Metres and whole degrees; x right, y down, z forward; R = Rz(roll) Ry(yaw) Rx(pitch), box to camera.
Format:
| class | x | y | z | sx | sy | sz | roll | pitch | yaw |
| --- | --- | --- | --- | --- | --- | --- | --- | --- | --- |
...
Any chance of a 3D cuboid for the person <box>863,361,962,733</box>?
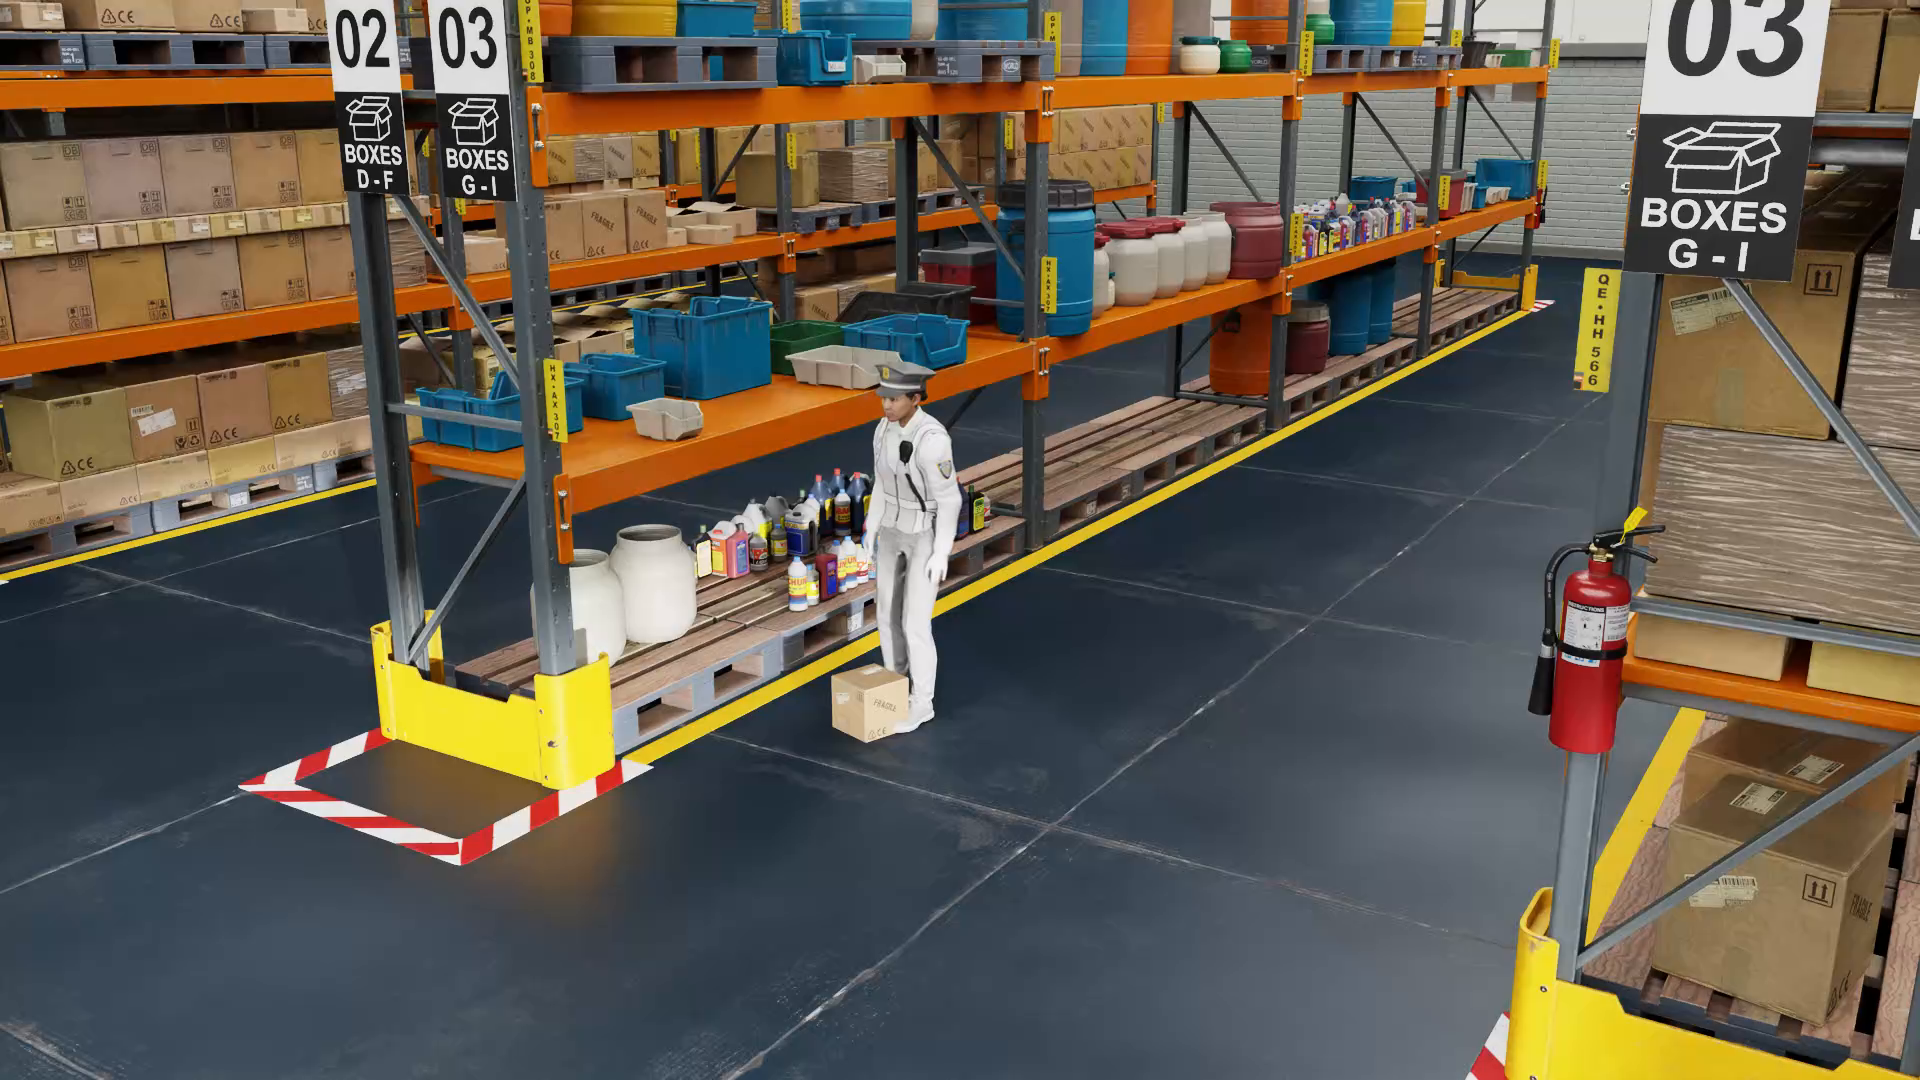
| class | x | y | z | sx | sy | sz | roll | pitch | yaw |
| --- | --- | --- | --- | --- | --- | --- | --- | --- | --- |
| person | -0.235 | 0.017 | 7.463 | 0.408 | 1.667 | 0.547 | -14 | 22 | -40 |
